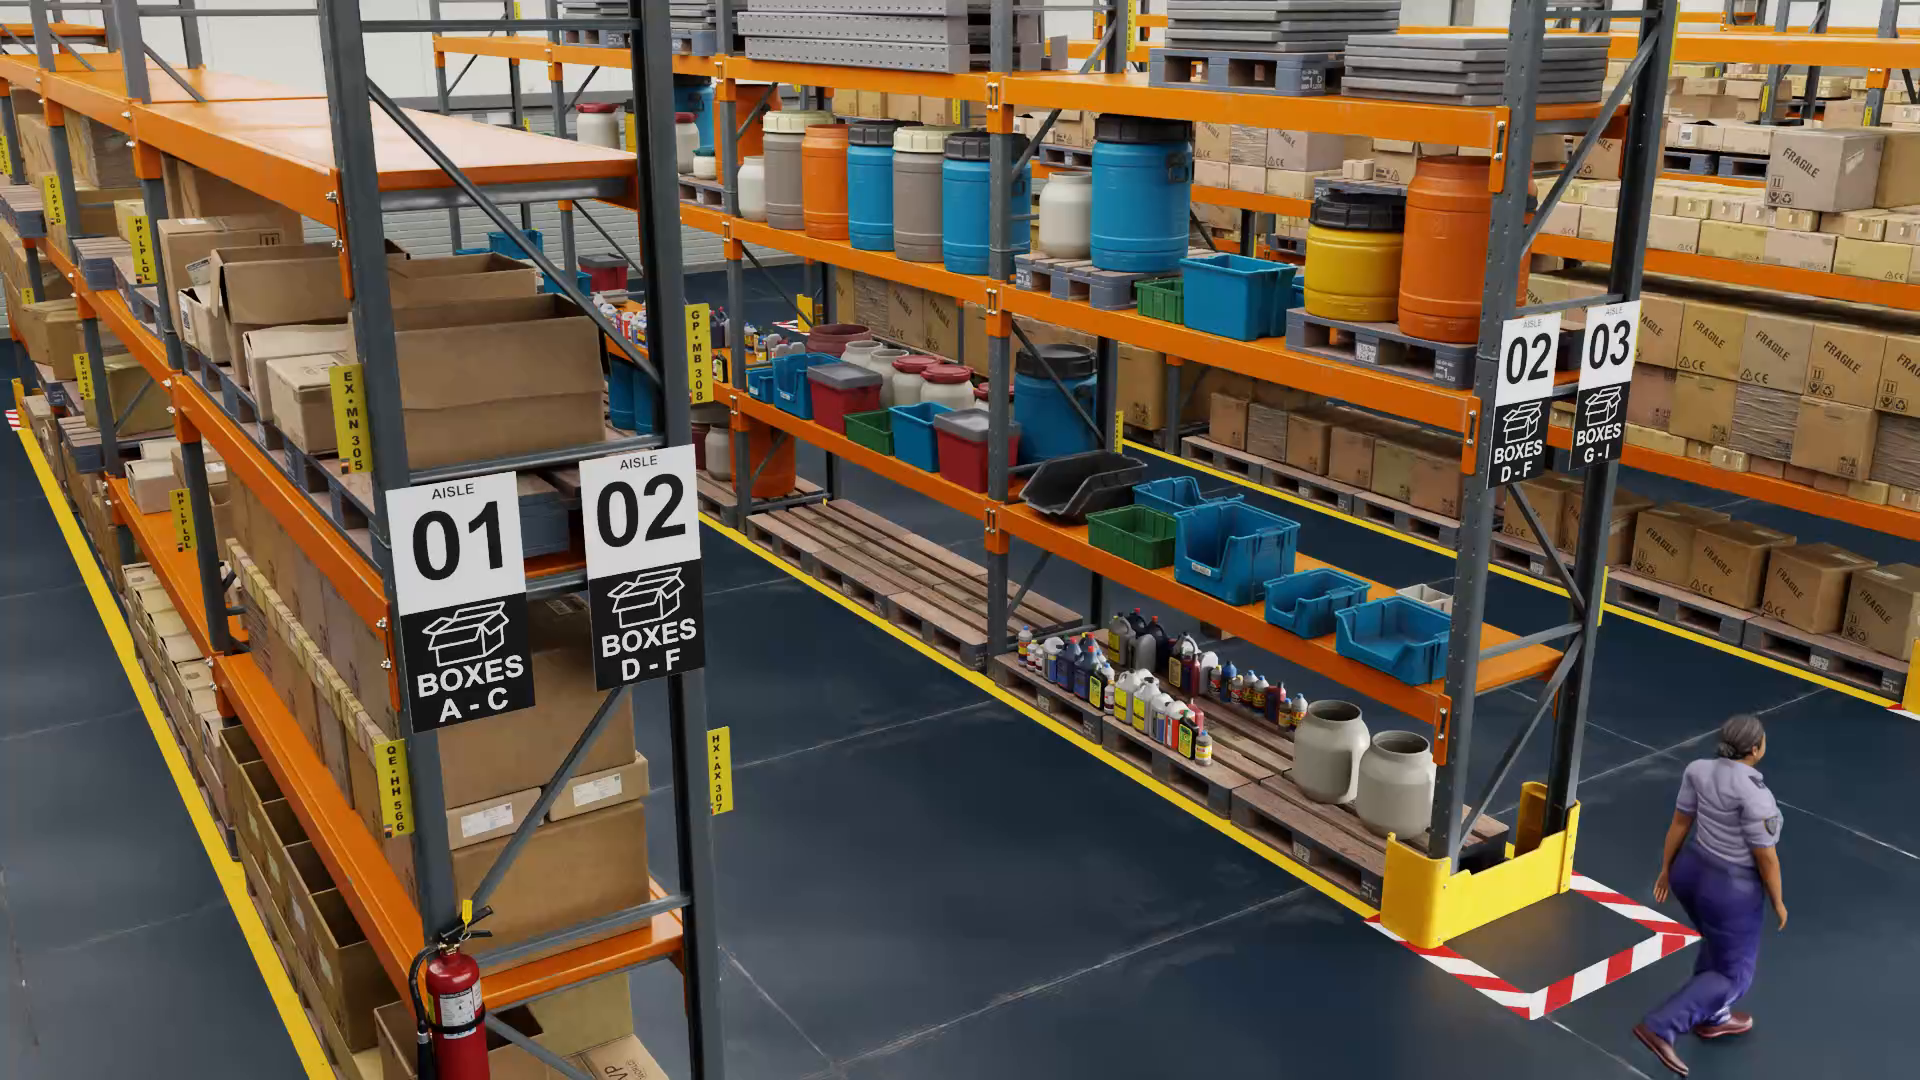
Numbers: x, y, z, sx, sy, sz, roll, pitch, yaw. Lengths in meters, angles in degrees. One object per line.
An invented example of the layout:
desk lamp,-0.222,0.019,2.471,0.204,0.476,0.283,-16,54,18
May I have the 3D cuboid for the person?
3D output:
person,3.307,1.547,7.338,0.836,1.621,0.545,-6,19,-17
